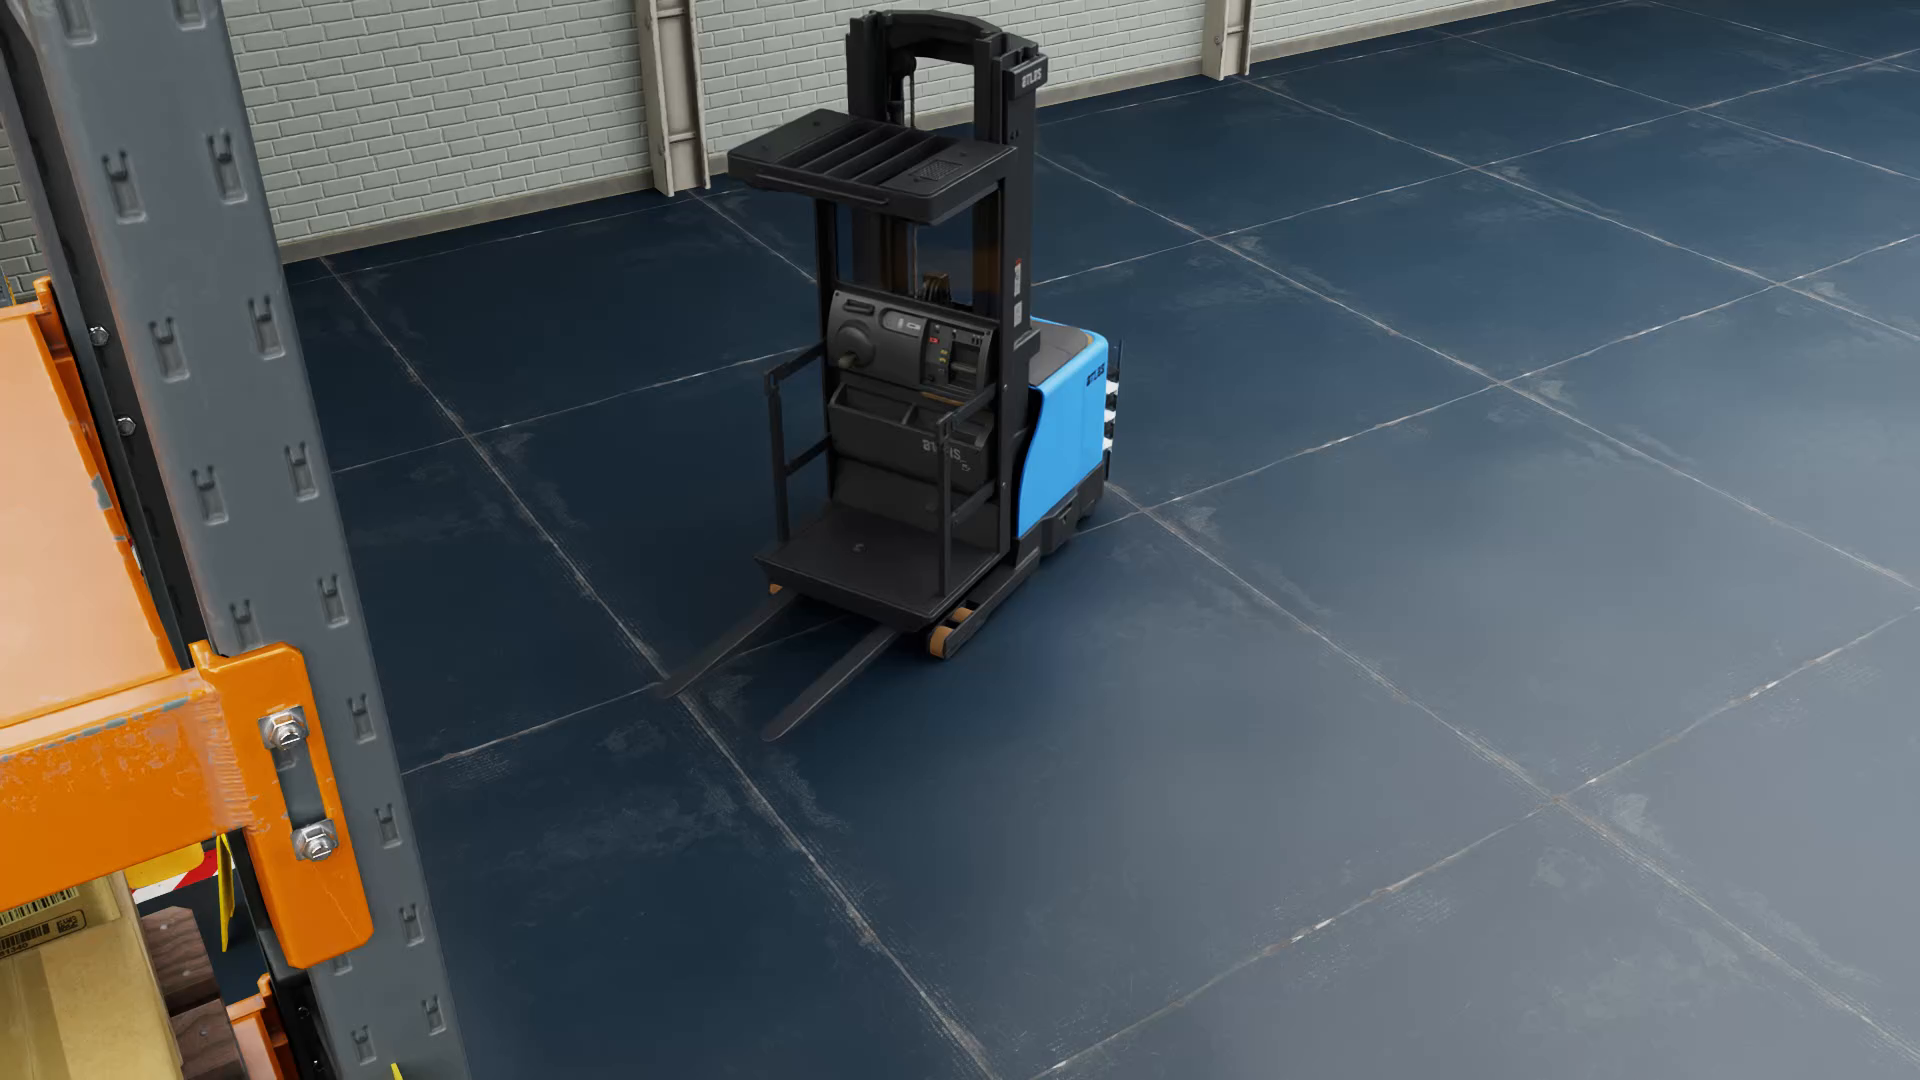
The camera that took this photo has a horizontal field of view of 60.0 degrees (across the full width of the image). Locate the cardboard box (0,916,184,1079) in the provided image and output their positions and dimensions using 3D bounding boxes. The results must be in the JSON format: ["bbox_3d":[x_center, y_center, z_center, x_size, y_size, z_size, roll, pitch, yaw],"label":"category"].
[{"bbox_3d":[-0.970,0.614,1.776,0.250,0.149,0.380,-19,37,-27],"label":"cardboard box"}]

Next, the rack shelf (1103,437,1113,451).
[{"bbox_3d":[0.740,-0.562,9.803,0.258,0.077,0.200,21,33,30],"label":"rack shelf"}]

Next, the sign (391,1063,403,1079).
[{"bbox_3d":[-0.588,0.721,1.849,0.005,0.325,0.100,-19,37,-27],"label":"sign"}]

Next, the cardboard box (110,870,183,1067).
[{"bbox_3d":[-1.332,0.657,2.456,0.250,0.149,0.380,-19,37,-27],"label":"cardboard box"}]

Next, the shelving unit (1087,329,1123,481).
[{"bbox_3d":[0.751,-0.749,9.702,0.258,0.900,0.210,21,33,30],"label":"shelving unit"}]

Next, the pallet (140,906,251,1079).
[{"bbox_3d":[-1.488,1.072,2.133,1.213,0.211,1.003,-19,37,-27],"label":"pallet"}]

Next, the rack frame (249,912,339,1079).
[{"bbox_3d":[-0.870,2.084,3.257,0.127,3.000,1.000,-19,37,-27],"label":"rack frame"}]

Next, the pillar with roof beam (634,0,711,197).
[{"bbox_3d":[-0.028,-4.876,8.666,0.400,9.000,9.100,-19,37,-27],"label":"pillar with roof beam"}]

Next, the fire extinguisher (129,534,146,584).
[{"bbox_3d":[-3.291,0.100,6.475,0.183,0.674,0.296,-19,37,-27],"label":"fire extinguisher"}]

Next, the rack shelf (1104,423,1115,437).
[{"bbox_3d":[0.744,-0.641,9.760,0.258,0.077,0.200,21,33,30],"label":"rack shelf"}]

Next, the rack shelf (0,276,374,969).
[{"bbox_3d":[-2.551,0.598,1.038,4.000,0.370,1.077,-19,37,-27],"label":"rack shelf"}]

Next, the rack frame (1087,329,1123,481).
[{"bbox_3d":[0.810,-0.786,9.776,0.240,0.900,0.006,21,33,30],"label":"rack frame"}]

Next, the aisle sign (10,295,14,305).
[{"bbox_3d":[-3.428,-1.094,5.858,0.004,0.787,0.394,-19,37,-27],"label":"aisle sign"}]

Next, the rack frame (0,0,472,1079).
[{"bbox_3d":[-0.870,-0.454,1.656,0.127,3.000,1.000,-19,37,-27],"label":"rack frame"}]

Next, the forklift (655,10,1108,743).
[{"bbox_3d":[-0.362,-0.921,8.084,1.130,2.935,3.031,18,36,26],"label":"forklift"}]

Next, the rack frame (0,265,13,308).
[{"bbox_3d":[-3.637,-0.107,6.729,0.127,3.000,1.000,-19,37,-27],"label":"rack frame"}]

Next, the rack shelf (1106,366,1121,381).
[{"bbox_3d":[0.762,-0.958,9.590,0.258,0.077,0.200,21,33,30],"label":"rack shelf"}]

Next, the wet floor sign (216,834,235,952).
[{"bbox_3d":[-2.898,1.314,6.684,0.232,0.644,0.267,-7,33,-11],"label":"wet floor sign"}]

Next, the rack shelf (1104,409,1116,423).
[{"bbox_3d":[0.749,-0.720,9.718,0.258,0.077,0.200,21,33,30],"label":"rack shelf"}]

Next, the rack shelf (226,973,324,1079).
[{"bbox_3d":[-2.551,1.698,1.732,4.000,0.370,1.077,-19,37,-27],"label":"rack shelf"}]

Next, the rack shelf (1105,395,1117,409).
[{"bbox_3d":[0.753,-0.799,9.675,0.258,0.077,0.200,21,33,30],"label":"rack shelf"}]

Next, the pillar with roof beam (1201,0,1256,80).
[{"bbox_3d":[5.015,-6.610,11.416,0.400,9.000,9.100,-19,37,-27],"label":"pillar with roof beam"}]

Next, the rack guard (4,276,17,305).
[{"bbox_3d":[-6.310,-1.281,10.934,0.348,0.500,1.175,-19,37,-27],"label":"rack guard"}]

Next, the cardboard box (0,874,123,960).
[{"bbox_3d":[-1.415,0.557,2.240,0.500,0.250,0.500,-19,37,-27],"label":"cardboard box"}]

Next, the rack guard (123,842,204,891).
[{"bbox_3d":[-3.701,0.972,7.361,0.348,0.500,1.175,-19,37,-27],"label":"rack guard"}]

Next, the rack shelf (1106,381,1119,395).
[{"bbox_3d":[0.758,-0.879,9.633,0.258,0.077,0.200,21,33,30],"label":"rack shelf"}]
